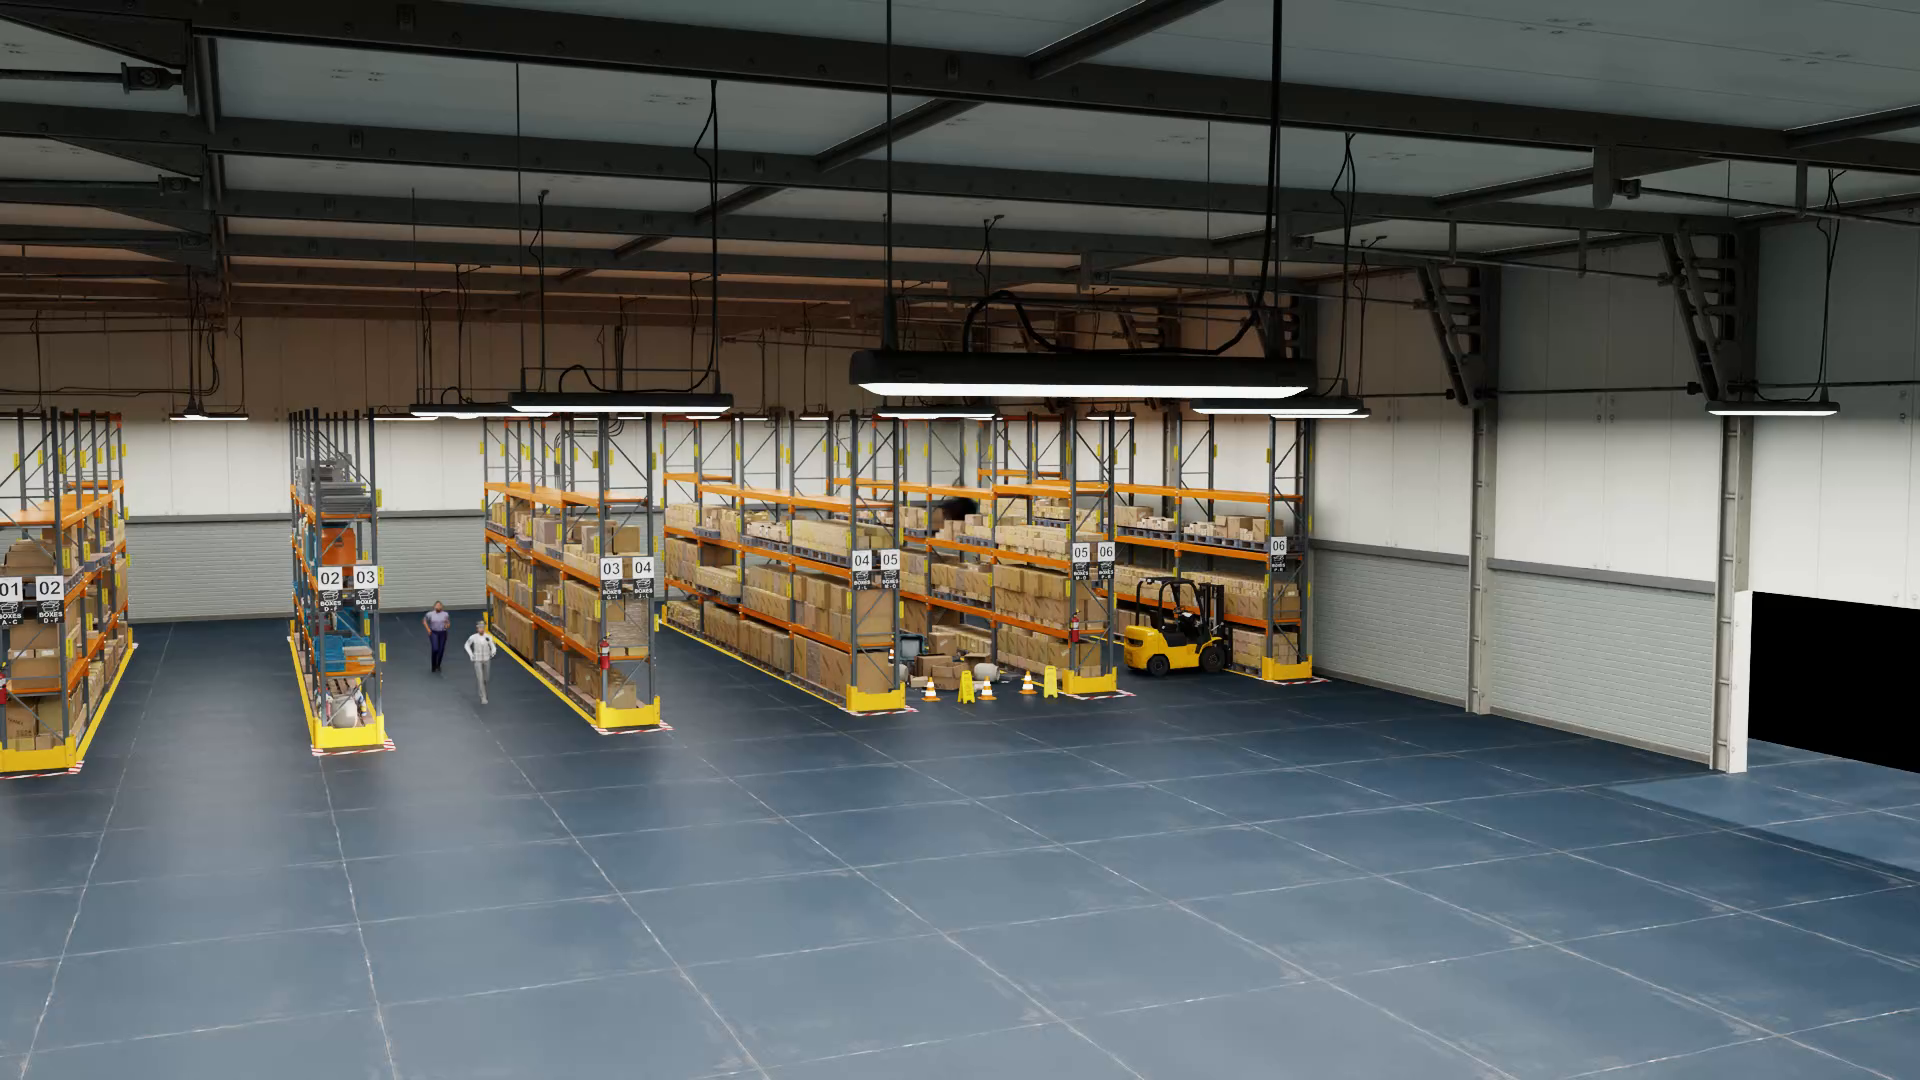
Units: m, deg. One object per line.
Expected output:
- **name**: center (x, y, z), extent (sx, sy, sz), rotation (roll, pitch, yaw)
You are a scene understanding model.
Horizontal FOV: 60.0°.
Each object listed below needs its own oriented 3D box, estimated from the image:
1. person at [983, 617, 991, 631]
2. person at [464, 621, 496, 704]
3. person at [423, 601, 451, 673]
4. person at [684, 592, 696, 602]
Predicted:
- **person**: center (0.849, 1.711, 44.991), extent (0.659, 1.735, 0.553), rotation (-2, 4, -23)
- **person**: center (-9.867, 2.498, 34.269), extent (0.618, 1.694, 0.804), rotation (-2, 4, -27)
- **person**: center (-12.020, 2.234, 38.311), extent (0.578, 1.668, 0.682), rotation (-2, 5, -31)
- **person**: center (-7.949, 1.486, 49.163), extent (0.805, 1.570, 0.583), rotation (1, 4, 9)
